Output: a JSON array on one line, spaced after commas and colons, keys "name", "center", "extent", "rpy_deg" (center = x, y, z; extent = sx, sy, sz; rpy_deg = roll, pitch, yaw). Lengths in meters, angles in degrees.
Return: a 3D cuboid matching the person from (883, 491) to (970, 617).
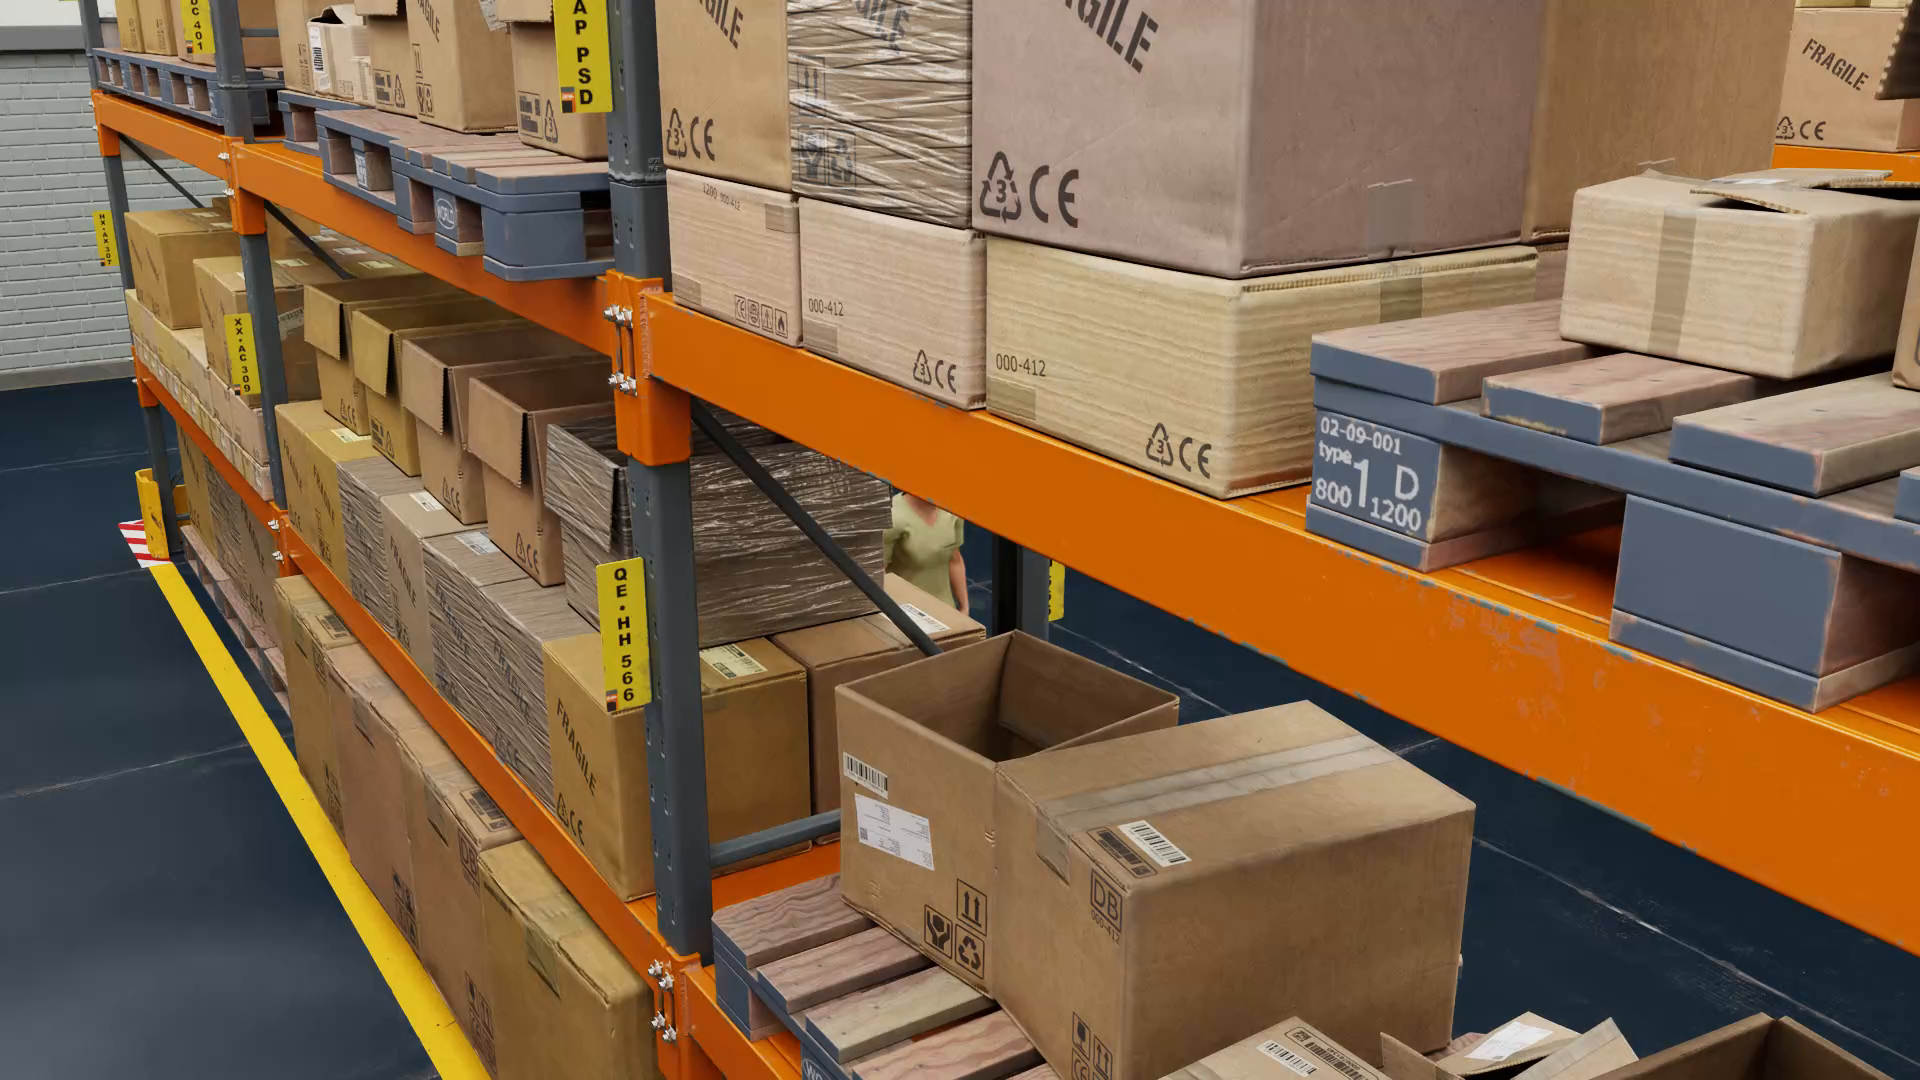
[{"name": "person", "center": [-0.164, 0.372, 6.925], "extent": [0.520, 1.673, 0.353], "rpy_deg": [-13, 22, -34]}]
